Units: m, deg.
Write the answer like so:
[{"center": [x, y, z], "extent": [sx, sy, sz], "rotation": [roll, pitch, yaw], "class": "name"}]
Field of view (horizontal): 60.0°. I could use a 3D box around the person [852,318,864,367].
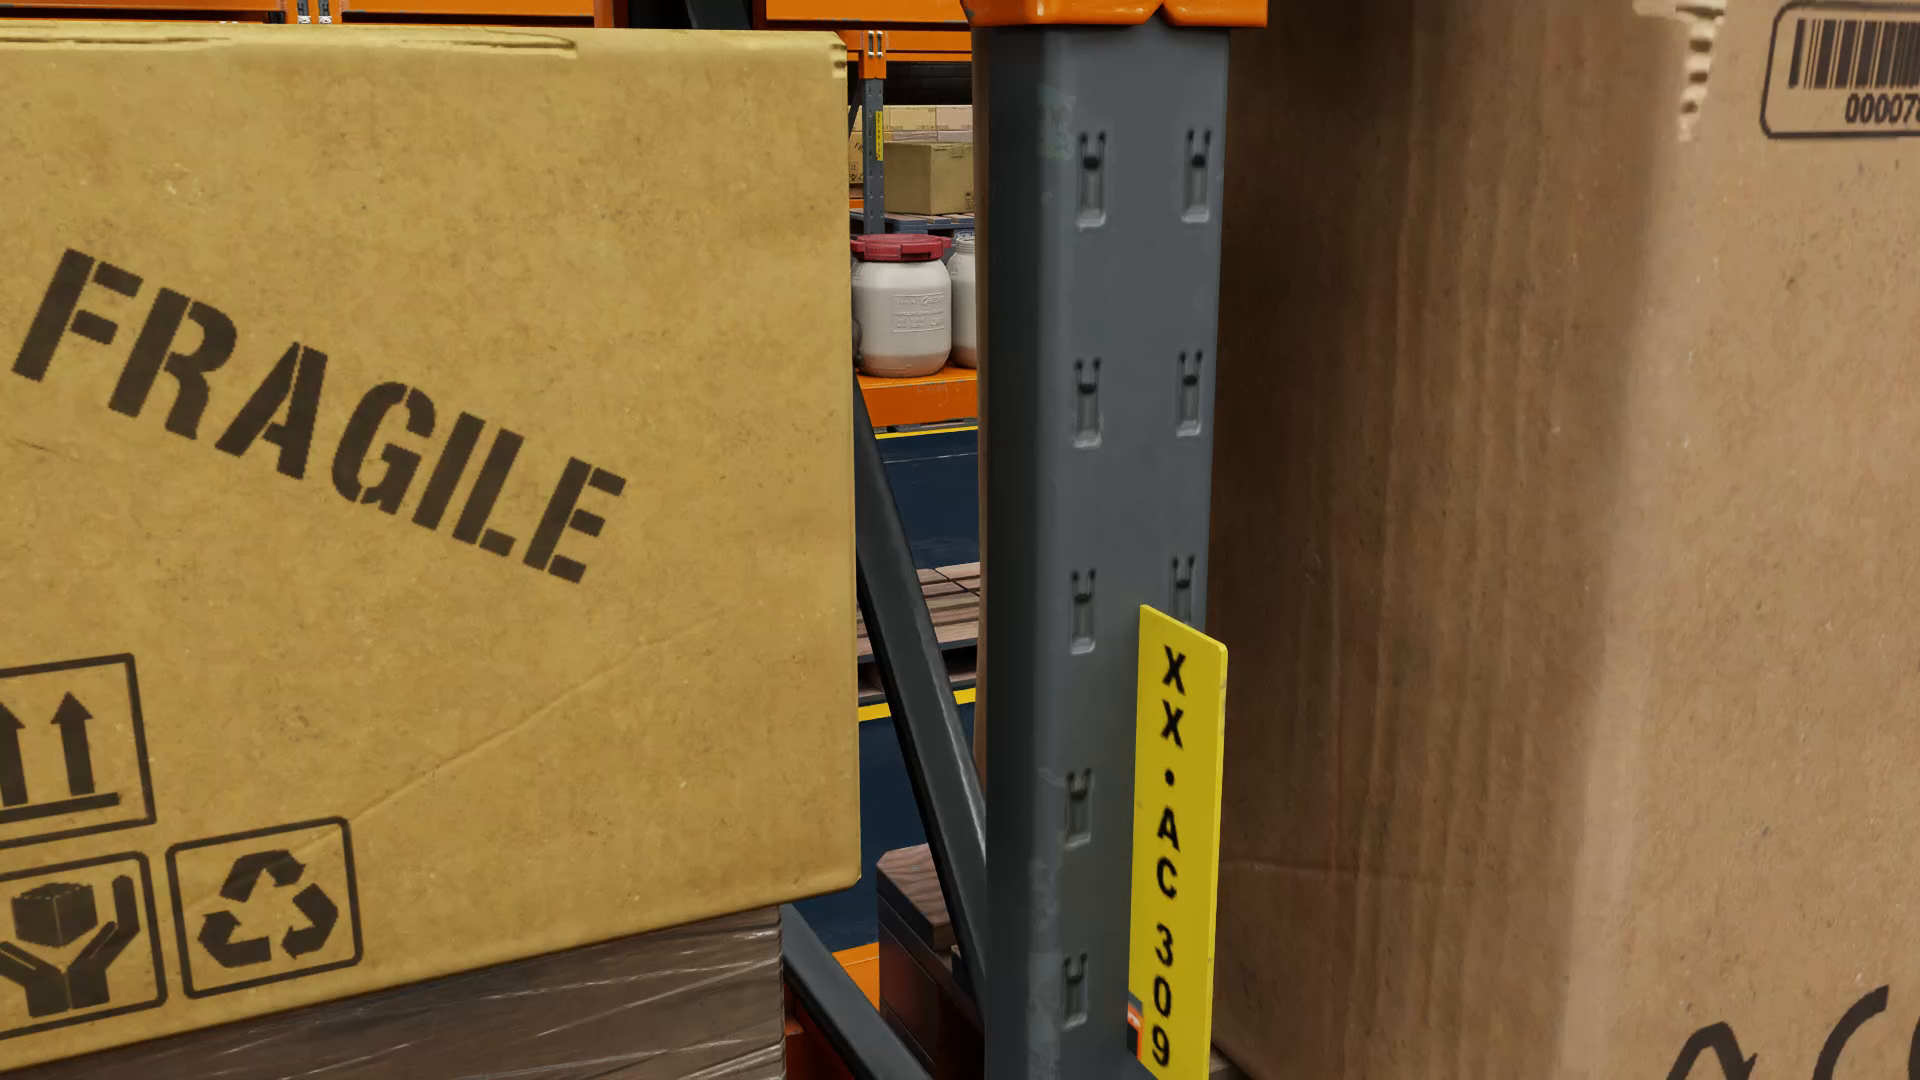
[{"center": [-0.628, -0.045, 6.275], "extent": [0.584, 1.611, 0.445], "rotation": [-7, 17, -23], "class": "person"}]
